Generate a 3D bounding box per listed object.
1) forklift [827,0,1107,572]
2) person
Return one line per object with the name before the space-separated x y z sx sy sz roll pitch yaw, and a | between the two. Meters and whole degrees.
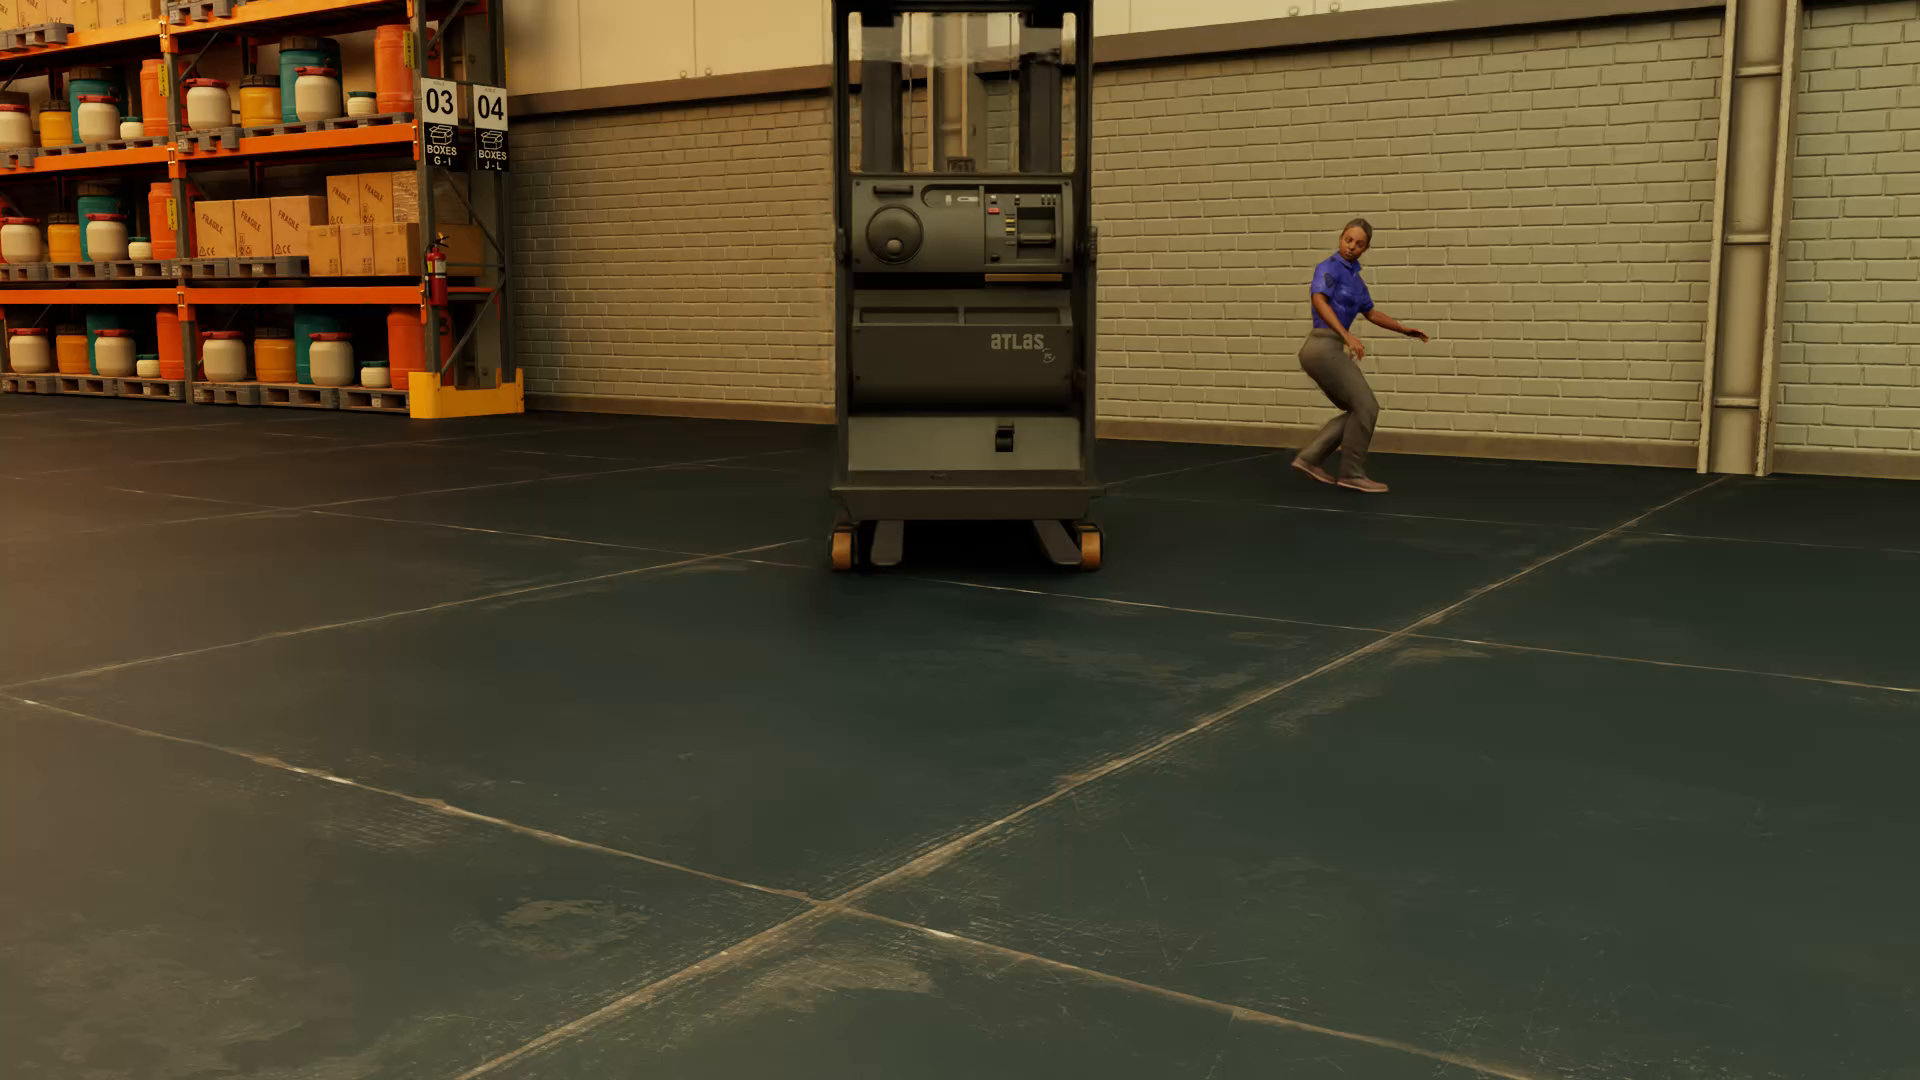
forklift | 0.018 -1.365 6.793 1.130 2.935 3.031 0 8 -1
person | 2.262 -1.042 9.443 0.748 1.548 0.760 3 9 19
